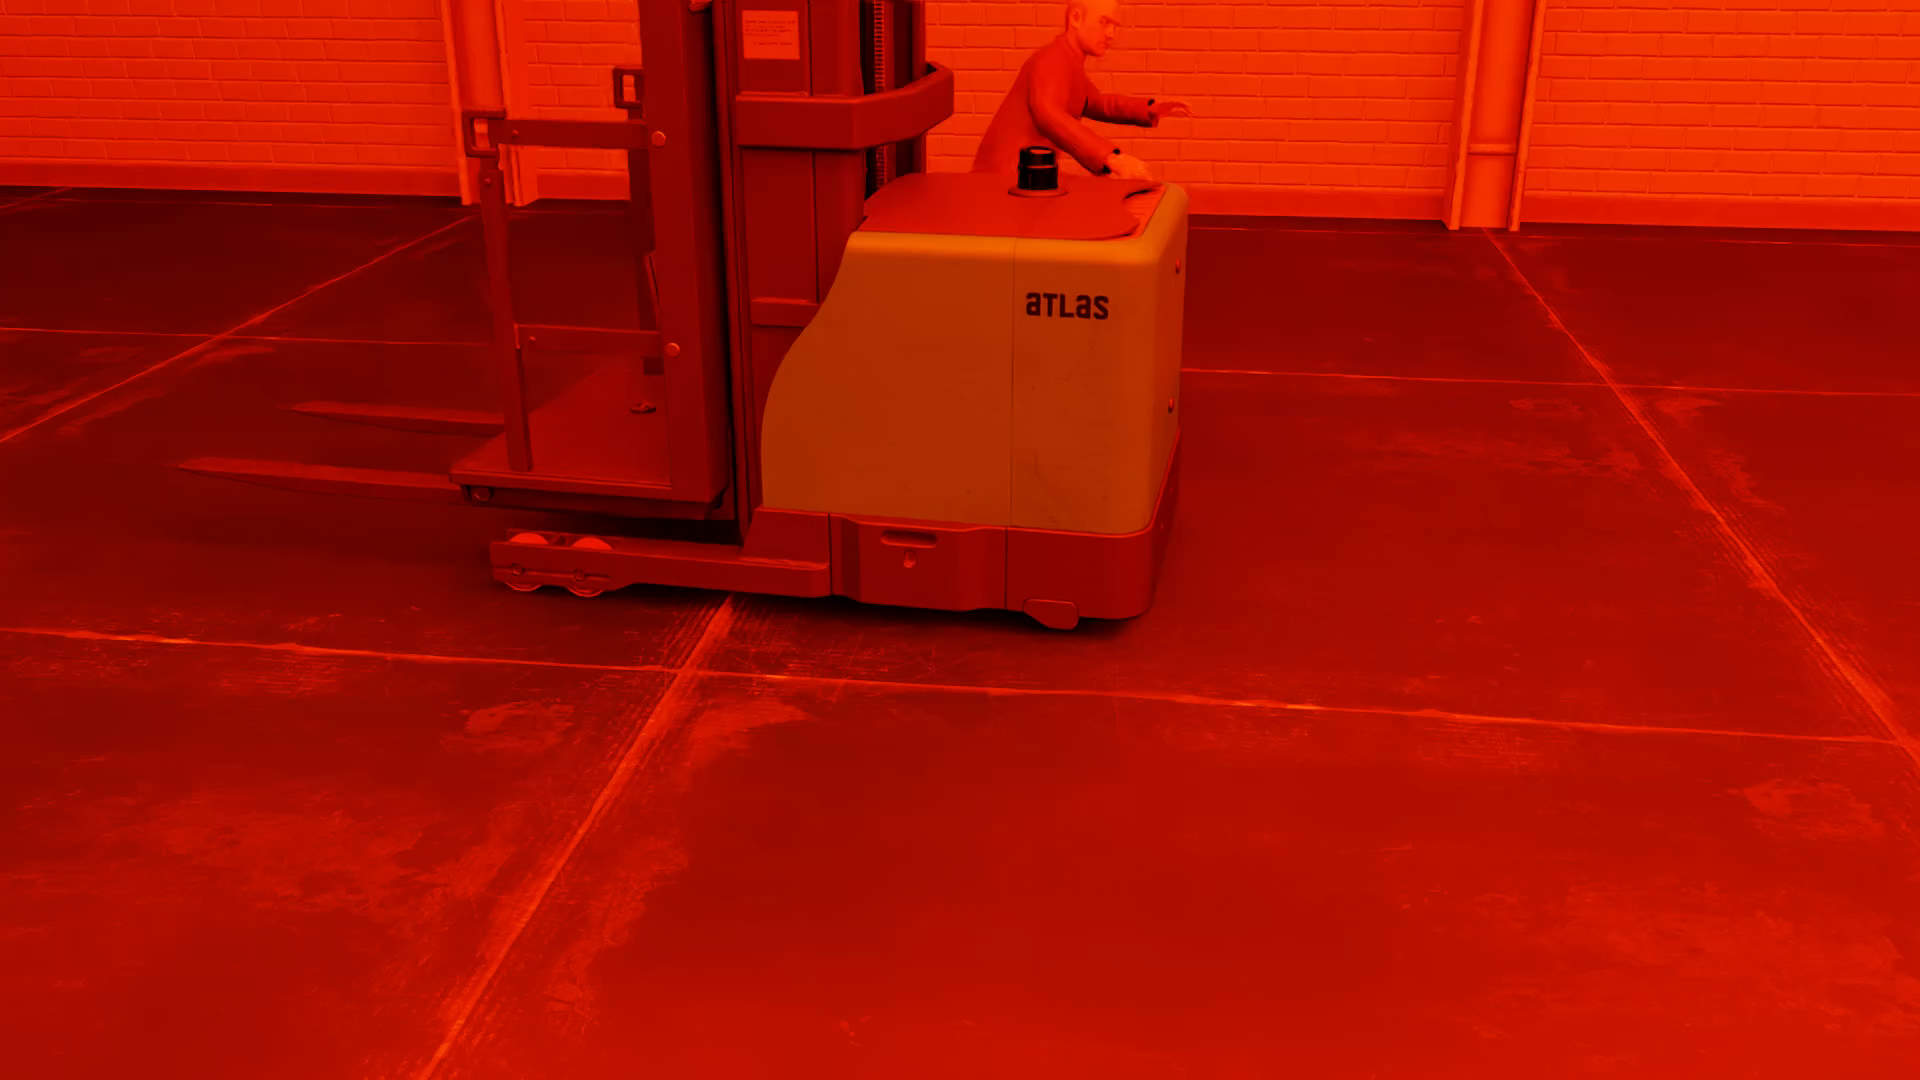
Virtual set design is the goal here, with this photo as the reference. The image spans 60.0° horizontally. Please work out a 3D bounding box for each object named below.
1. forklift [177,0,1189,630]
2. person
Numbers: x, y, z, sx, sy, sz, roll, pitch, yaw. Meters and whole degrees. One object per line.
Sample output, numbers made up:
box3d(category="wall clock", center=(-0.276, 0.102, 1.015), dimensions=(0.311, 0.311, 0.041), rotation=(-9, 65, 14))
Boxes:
box3d(category="forklift", center=(-0.877, -1.383, 4.687), dimensions=(3.031, 2.935, 1.130), rotation=(5, 22, 11))
box3d(category="person", center=(0.501, -1.271, 6.270), dimensions=(0.932, 1.535, 1.043), rotation=(-7, 23, -17))
